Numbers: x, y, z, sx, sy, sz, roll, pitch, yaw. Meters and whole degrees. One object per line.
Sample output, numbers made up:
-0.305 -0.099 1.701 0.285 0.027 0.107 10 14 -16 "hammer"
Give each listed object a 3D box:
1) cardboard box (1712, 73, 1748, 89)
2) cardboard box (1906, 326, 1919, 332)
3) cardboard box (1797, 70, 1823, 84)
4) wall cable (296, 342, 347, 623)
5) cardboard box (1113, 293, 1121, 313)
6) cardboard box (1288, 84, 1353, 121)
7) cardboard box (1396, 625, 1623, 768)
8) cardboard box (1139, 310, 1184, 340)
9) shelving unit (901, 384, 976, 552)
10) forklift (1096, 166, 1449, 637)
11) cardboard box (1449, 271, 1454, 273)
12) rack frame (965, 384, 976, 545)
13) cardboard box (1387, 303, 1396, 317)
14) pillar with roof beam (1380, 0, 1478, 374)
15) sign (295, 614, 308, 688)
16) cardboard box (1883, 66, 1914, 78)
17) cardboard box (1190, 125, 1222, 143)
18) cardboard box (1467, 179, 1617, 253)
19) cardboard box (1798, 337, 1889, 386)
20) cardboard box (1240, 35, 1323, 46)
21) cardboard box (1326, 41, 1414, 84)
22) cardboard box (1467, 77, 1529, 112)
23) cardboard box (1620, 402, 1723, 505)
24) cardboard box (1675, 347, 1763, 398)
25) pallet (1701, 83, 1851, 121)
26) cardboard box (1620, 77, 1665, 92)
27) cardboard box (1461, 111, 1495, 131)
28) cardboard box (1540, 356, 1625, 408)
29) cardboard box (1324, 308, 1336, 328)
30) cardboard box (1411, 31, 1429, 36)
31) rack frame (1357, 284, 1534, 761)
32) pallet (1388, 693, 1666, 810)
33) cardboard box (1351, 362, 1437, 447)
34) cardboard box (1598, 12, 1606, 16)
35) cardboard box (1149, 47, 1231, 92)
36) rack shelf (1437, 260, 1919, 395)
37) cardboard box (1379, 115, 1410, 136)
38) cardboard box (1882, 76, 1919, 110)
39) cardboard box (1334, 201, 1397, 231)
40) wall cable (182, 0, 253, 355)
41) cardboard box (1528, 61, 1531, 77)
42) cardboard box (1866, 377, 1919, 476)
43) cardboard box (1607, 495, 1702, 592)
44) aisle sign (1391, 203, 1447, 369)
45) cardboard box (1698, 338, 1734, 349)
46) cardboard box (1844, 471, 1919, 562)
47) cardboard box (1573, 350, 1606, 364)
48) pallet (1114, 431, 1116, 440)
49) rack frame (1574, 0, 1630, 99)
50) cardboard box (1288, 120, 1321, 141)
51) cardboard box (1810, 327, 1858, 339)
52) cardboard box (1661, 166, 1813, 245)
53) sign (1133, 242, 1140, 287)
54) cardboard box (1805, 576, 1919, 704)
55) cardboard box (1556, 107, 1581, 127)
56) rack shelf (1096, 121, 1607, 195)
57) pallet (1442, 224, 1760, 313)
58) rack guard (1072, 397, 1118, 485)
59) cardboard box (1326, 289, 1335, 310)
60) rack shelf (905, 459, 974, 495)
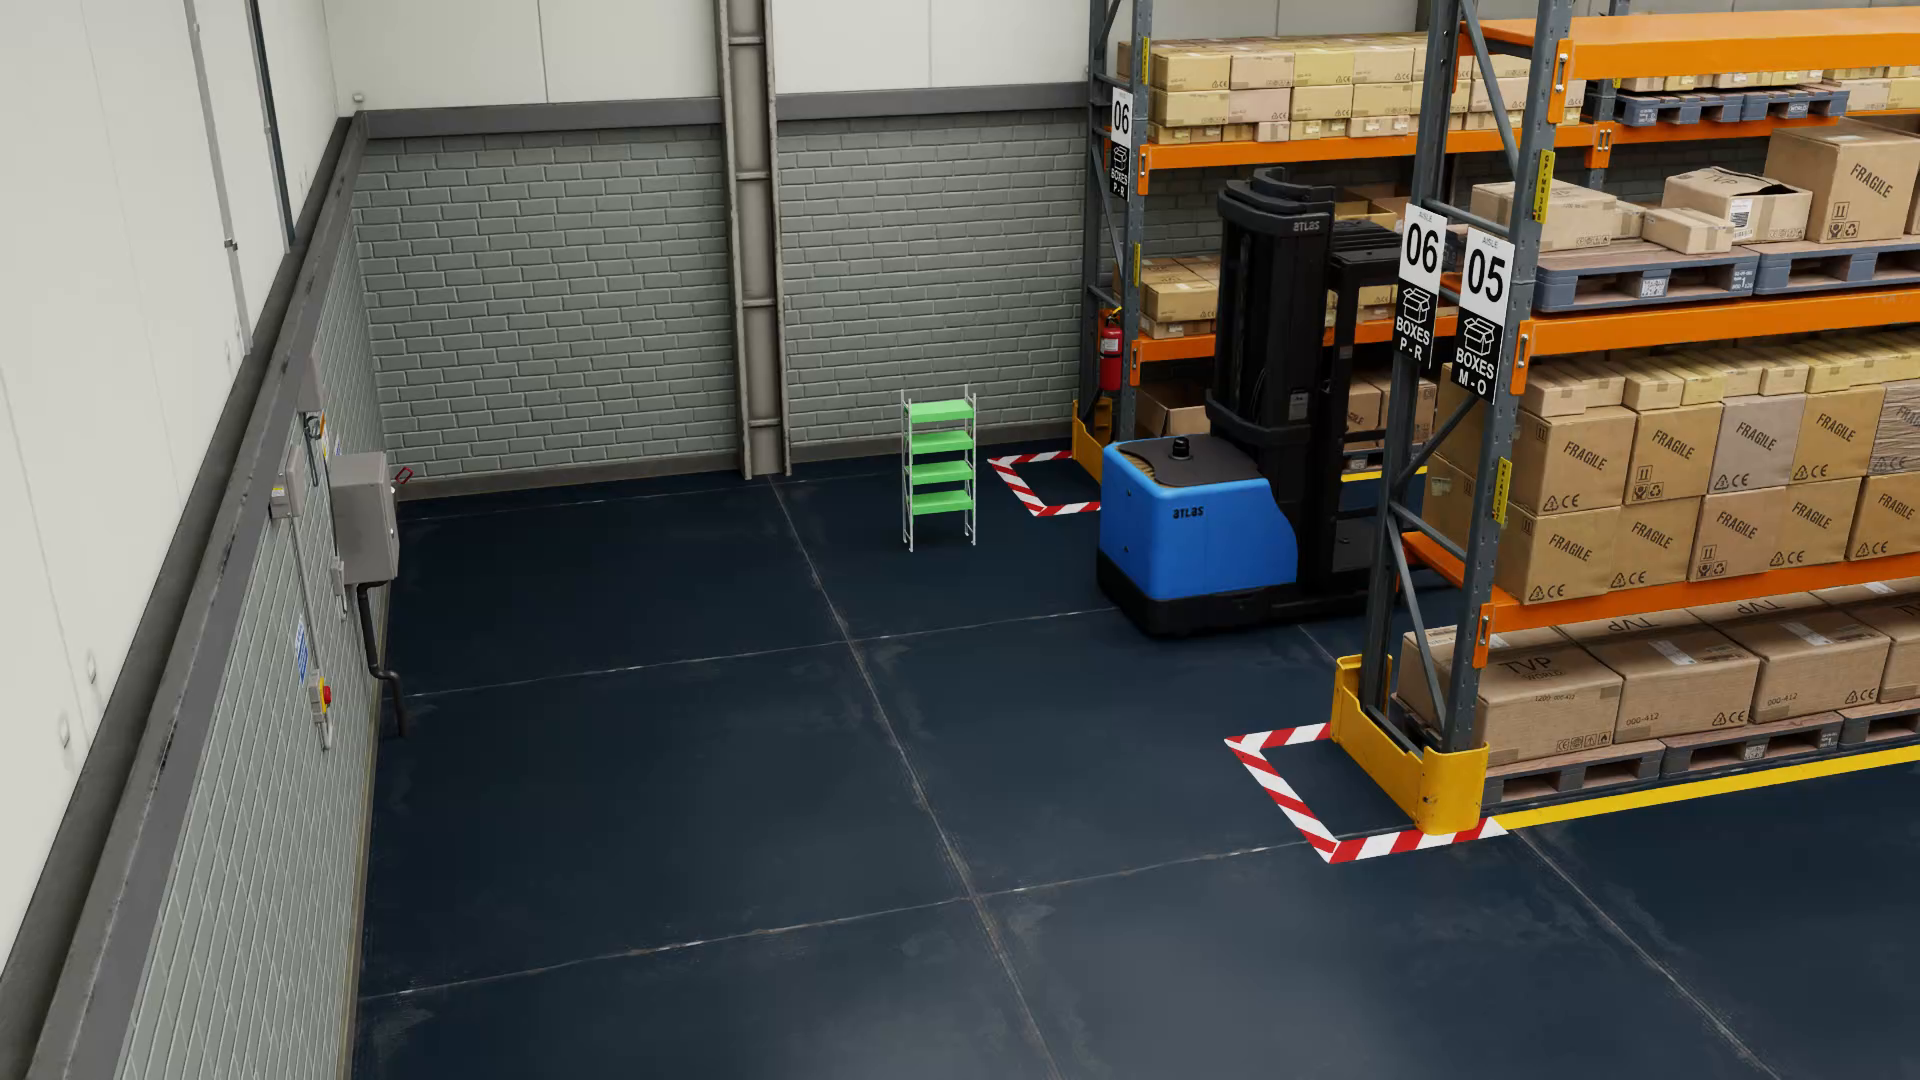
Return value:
6.186 -3.787 13.557 0.250 0.149 0.380 -6 24 -14 "cardboard box"
5.418 -1.053 9.114 0.250 0.149 0.380 -7 24 -15 "cardboard box"
6.917 -3.887 13.791 0.250 0.149 0.380 -6 24 -13 "cardboard box"
-3.275 -0.416 8.556 0.122 1.984 0.588 -6 24 -14 "wall cable"
1.444 -1.927 13.685 0.250 0.149 0.380 -7 24 -15 "cardboard box"
2.678 -3.407 12.824 0.500 0.250 0.500 -7 24 -16 "cardboard box"
3.150 0.855 9.600 0.875 0.438 0.875 -7 24 -16 "cardboard box"
1.588 -1.720 13.204 0.250 0.149 0.380 -6 24 -15 "cardboard box"
-0.159 -0.534 12.402 0.503 1.200 0.258 -6 24 -14 "shelving unit"
2.547 -1.026 11.354 3.031 2.935 1.130 -7 24 -16 "forklift"
4.146 -2.193 13.800 0.500 0.250 0.500 -6 24 -14 "cardboard box"
0.076 -0.560 12.463 0.015 1.200 0.240 -6 24 -14 "rack frame"
3.544 -1.972 13.792 0.250 0.149 0.380 -6 24 -14 "cardboard box"
5.298 -3.722 9.942 0.400 9.000 9.100 -6 24 -14 "pillar with roof beam"
-2.927 0.489 7.393 0.001 0.218 0.327 -6 24 -14 "sign"
7.881 -4.039 14.170 0.250 0.149 0.380 -6 24 -14 "cardboard box"
1.812 -3.152 12.736 0.250 0.149 0.380 -6 24 -13 "cardboard box"
2.951 -1.652 8.452 0.500 0.250 0.500 -9 25 -19 "cardboard box"
4.702 -0.953 8.879 0.250 0.149 0.380 -6 24 -14 "cardboard box"
2.544 -3.848 13.220 0.500 0.250 0.500 -6 24 -14 "cardboard box"
3.155 -3.697 12.867 0.500 0.250 0.500 -6 24 -13 "cardboard box"
4.154 -3.572 13.209 0.500 0.250 0.500 -7 24 -16 "cardboard box"
3.576 -0.527 8.710 0.500 0.500 0.500 -7 24 -16 "cardboard box"
3.960 -0.879 8.708 0.250 0.149 0.380 -6 24 -14 "cardboard box"
6.693 -3.778 14.114 1.003 0.211 1.213 -6 24 -14 "pallet"
5.444 -3.714 13.387 0.250 0.149 0.380 -6 24 -14 "cardboard box"
4.047 -3.369 13.242 0.250 0.149 0.380 -6 24 -15 "cardboard box"
3.191 -0.812 8.551 0.250 0.149 0.380 -6 24 -13 "cardboard box"
2.842 -1.839 13.480 0.250 0.149 0.380 -7 24 -16 "cardboard box"
4.000 -4.001 13.576 0.500 0.250 0.500 -7 24 -16 "cardboard box"
2.542 -0.021 8.925 0.127 3.000 1.000 -6 24 -14 "rack frame"
3.290 1.146 9.743 1.213 0.211 1.003 -6 24 -14 "pallet"
3.645 -1.165 14.230 0.500 0.500 0.700 -7 24 -16 "cardboard box"
5.325 -4.219 13.661 0.258 0.266 0.396 -7 24 -15 "cardboard box"
1.692 -3.533 12.485 0.500 0.250 0.500 -7 24 -15 "cardboard box"
4.467 -1.282 8.972 4.000 0.370 1.077 -6 24 -14 "rack shelf"
3.308 -3.269 13.008 0.250 0.149 0.380 -6 24 -13 "cardboard box"
7.988 -3.866 14.272 0.500 0.250 0.500 -6 24 -14 "cardboard box"
3.151 -2.423 13.386 0.500 0.500 0.500 -6 24 -13 "cardboard box"
-2.859 -2.065 6.081 0.029 3.000 0.463 -6 24 -14 "wall cable"
4.628 -3.862 13.252 0.500 0.250 0.500 -6 24 -14 "cardboard box"
5.035 -0.689 9.086 0.500 0.500 0.500 -6 24 -14 "cardboard box"
3.561 -0.073 8.921 0.500 0.500 0.500 -7 24 -15 "cardboard box"
2.389 -1.326 8.669 0.004 0.787 0.394 -6 24 -14 "aisle sign"
4.047 -1.095 9.212 0.250 0.149 0.380 -6 24 -13 "cardboard box"
5.041 -0.231 9.287 0.500 0.500 0.500 -7 24 -15 "cardboard box"
3.297 -1.034 9.069 0.250 0.149 0.380 -7 24 -15 "cardboard box"
2.038 -0.717 14.084 1.213 0.211 1.003 -6 24 -14 "pallet"
5.049 -5.088 13.126 0.127 3.000 1.000 -6 24 -14 "rack frame"
2.582 -3.191 12.827 0.250 0.149 0.380 -6 24 -15 "cardboard box"
4.803 -1.160 9.363 0.250 0.149 0.380 -6 24 -15 "cardboard box"
3.996 -1.738 8.576 0.500 0.311 0.500 -6 24 -13 "cardboard box"
1.344 -2.097 12.665 0.005 0.325 0.100 -6 24 -14 "sign"
5.759 0.564 10.279 0.875 0.438 0.875 -7 24 -15 "cardboard box"
4.782 -3.444 13.416 0.250 0.149 0.380 -6 24 -15 "cardboard box"
3.123 -3.166 13.363 4.000 0.370 1.077 -6 24 -14 "rack shelf"
3.253 -1.442 8.544 1.213 0.211 1.003 -6 24 -14 "pallet"
1.270 -0.764 13.828 0.348 0.500 1.175 -6 24 -14 "rack guard"
2.679 -2.028 13.415 0.500 0.250 0.500 -7 24 -15 "cardboard box"
-0.159 -0.475 12.428 0.480 0.148 0.258 -6 24 -14 "rack shelf"
